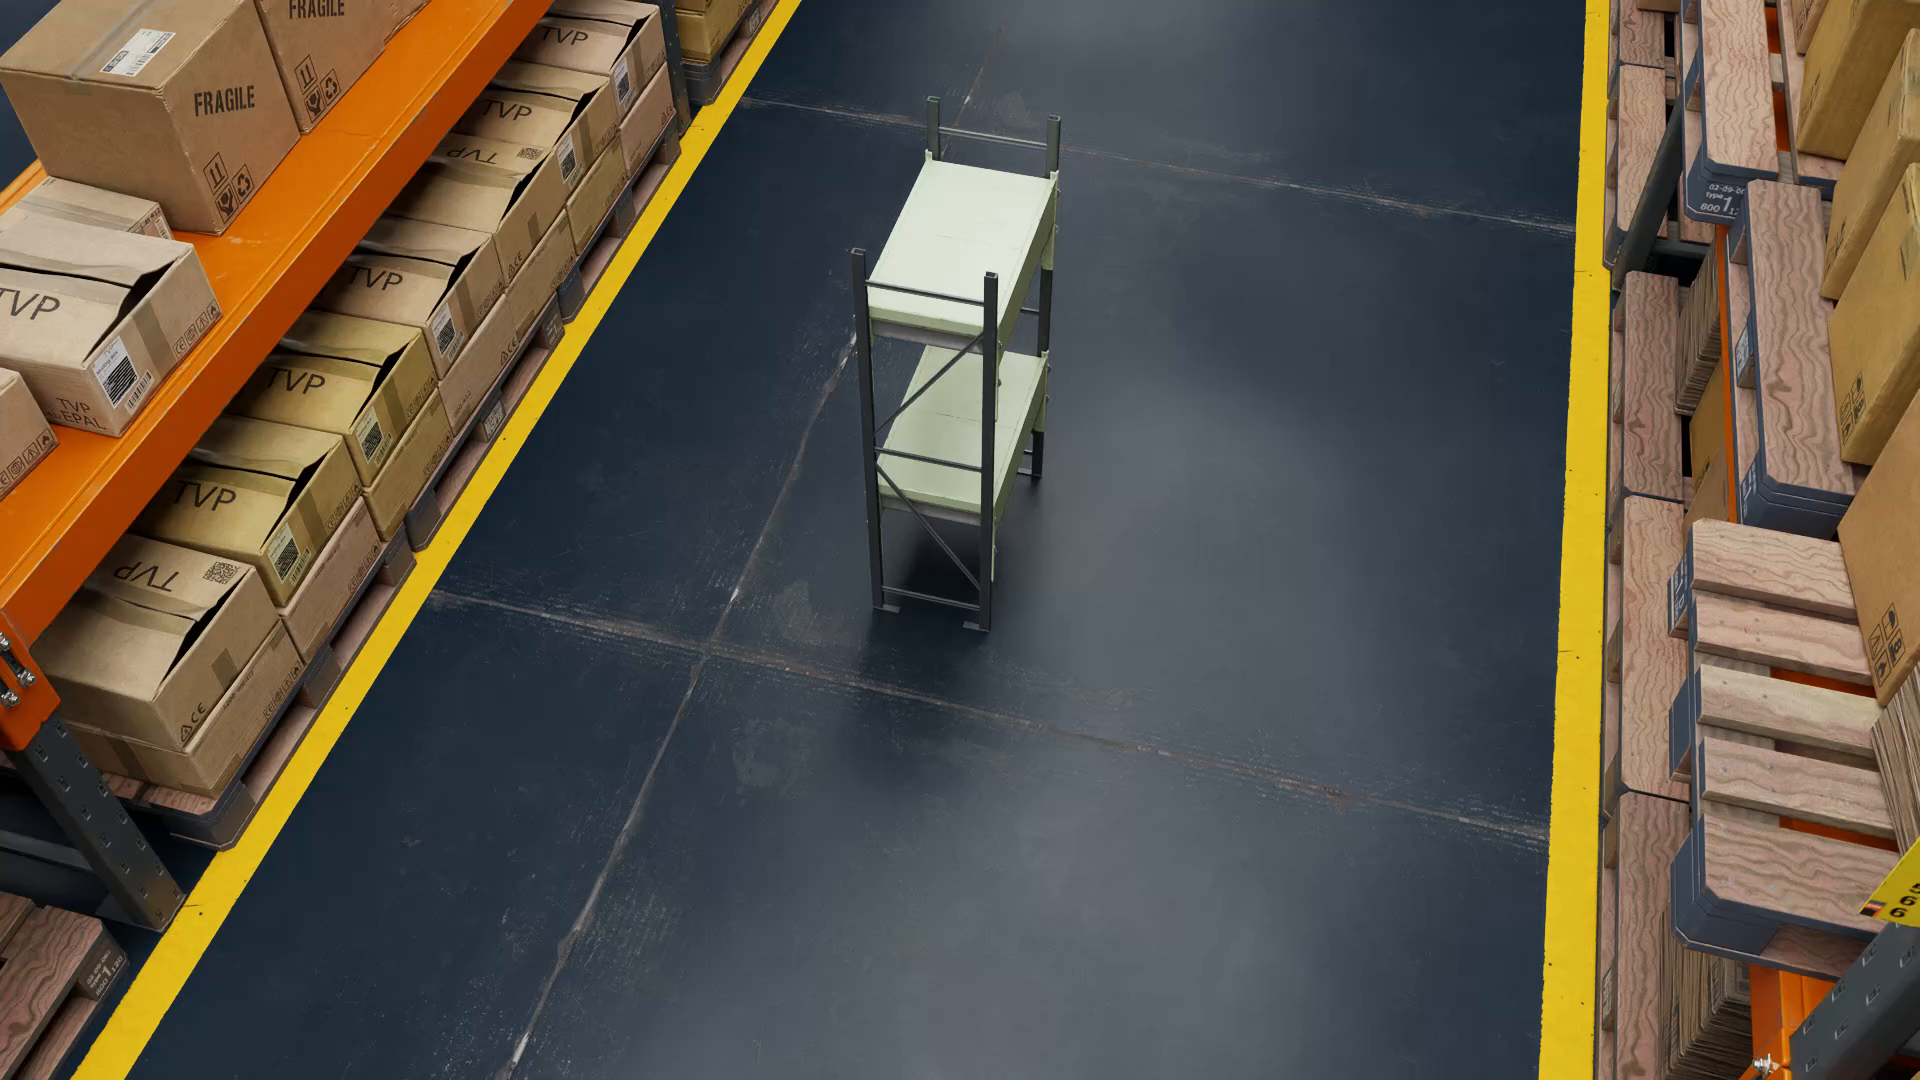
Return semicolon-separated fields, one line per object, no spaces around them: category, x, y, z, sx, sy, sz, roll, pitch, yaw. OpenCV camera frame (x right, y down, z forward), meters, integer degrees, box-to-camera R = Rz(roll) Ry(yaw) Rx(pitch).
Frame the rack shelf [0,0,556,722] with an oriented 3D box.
rack shelf;-2.215;-1.216;5.302;1.077;0.370;4.000;12;50;10

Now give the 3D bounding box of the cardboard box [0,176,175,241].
cardboard box;-2.461;-0.858;4.674;0.380;0.149;0.250;15;50;13

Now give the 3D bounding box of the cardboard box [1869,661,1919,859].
cardboard box;2.152;0.447;2.995;0.700;0.500;0.500;6;49;6

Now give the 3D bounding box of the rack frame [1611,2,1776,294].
rack frame;3.091;-1.926;5.449;1.000;3.000;0.127;12;50;10

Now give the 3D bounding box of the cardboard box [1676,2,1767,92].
cardboard box;3.326;-2.003;6.891;0.500;0.500;0.500;8;49;7

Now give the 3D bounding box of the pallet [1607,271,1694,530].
pallet;2.887;-0.440;5.997;1.003;0.211;1.213;12;50;10

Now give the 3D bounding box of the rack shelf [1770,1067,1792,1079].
rack shelf;1.512;2.652;1.888;1.077;0.370;4.000;12;50;10

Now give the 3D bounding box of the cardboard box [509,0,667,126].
cardboard box;-1.519;-1.966;6.664;0.500;0.311;0.500;12;50;10

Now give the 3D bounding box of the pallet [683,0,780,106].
pallet;-1.439;-2.545;7.855;1.003;0.211;1.213;12;50;10

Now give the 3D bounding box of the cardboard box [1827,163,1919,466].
cardboard box;2.459;-0.459;3.794;0.700;0.500;0.500;12;50;10

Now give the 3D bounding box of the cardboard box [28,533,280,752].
cardboard box;-2.321;0.257;4.702;0.500;0.311;0.500;13;50;11

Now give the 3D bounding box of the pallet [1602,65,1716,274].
pallet;3.234;-1.496;6.929;1.003;0.211;1.213;12;50;10

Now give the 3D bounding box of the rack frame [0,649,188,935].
rack frame;-2.742;-0.007;3.756;1.000;3.000;0.127;12;50;10

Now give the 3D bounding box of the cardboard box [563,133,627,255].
cardboard box;-1.653;-1.407;6.545;0.500;0.250;0.500;11;49;9

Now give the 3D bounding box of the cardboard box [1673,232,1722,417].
cardboard box;2.913;-0.708;5.748;0.700;0.500;0.500;13;50;11

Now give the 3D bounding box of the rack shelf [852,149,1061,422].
rack shelf;0.002;-0.759;4.899;0.431;0.370;0.720;12;50;10

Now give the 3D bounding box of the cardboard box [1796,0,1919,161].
cardboard box;2.770;-1.340;4.572;0.700;0.500;0.500;16;51;14

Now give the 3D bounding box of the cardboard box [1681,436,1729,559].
cardboard box;2.652;0.036;5.091;0.700;0.500;0.500;12;50;10

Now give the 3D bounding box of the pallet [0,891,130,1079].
pallet;-2.975;1.448;4.331;1.003;0.211;1.213;12;50;10

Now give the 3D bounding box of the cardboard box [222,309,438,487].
cardboard box;-2.054;-0.493;5.364;0.500;0.311;0.500;10;49;9

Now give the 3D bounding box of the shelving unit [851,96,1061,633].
shelving unit;0.002;-0.501;5.192;0.431;1.500;0.755;12;50;10

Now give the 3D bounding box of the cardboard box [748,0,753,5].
cardboard box;-1.138;-2.766;7.744;0.500;0.250;0.500;12;50;10

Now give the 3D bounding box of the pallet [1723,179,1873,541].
pallet;2.520;-0.409;4.238;1.003;0.211;1.213;12;50;10

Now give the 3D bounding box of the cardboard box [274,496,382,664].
cardboard box;-2.189;0.079;5.233;0.500;0.250;0.500;10;49;9

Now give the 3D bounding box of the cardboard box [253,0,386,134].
cardboard box;-2.177;-1.638;5.128;0.500;0.500;0.500;12;50;10

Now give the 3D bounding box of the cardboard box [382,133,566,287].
cardboard box;-1.784;-1.228;6.013;0.500;0.311;0.500;11;50;10

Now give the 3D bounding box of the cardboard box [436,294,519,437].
cardboard box;-1.923;-0.669;5.894;0.500;0.250;0.500;12;50;11

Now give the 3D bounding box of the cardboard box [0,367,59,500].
cardboard box;-2.604;-0.232;4.014;0.500;0.311;0.500;14;50;12

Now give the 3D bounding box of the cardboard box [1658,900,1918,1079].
cardboard box;2.177;1.118;4.136;0.700;0.500;0.500;12;50;11

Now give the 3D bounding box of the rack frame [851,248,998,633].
rack frame;-0.095;-0.236;4.958;0.400;1.500;0.023;12;50;10

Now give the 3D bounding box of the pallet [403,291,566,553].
pallet;-2.164;-0.552;6.096;1.003;0.211;1.213;12;50;10
